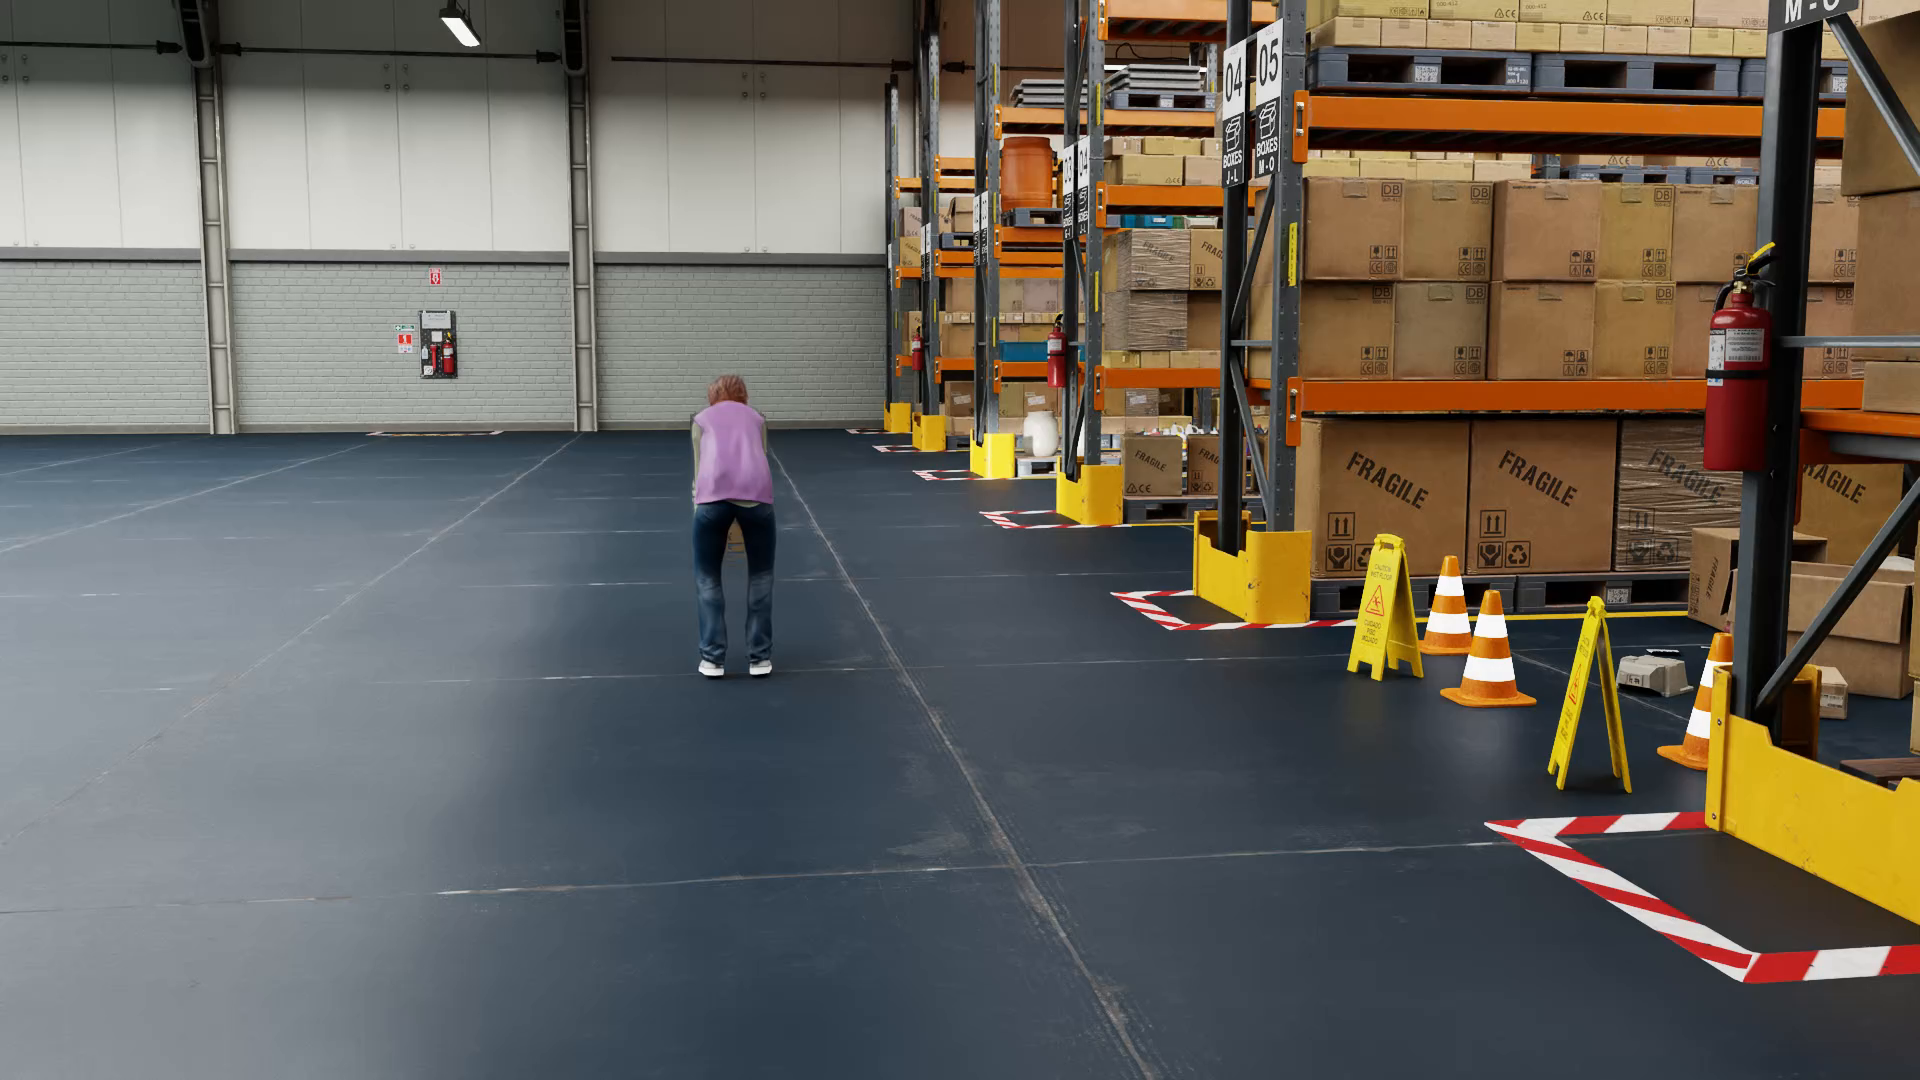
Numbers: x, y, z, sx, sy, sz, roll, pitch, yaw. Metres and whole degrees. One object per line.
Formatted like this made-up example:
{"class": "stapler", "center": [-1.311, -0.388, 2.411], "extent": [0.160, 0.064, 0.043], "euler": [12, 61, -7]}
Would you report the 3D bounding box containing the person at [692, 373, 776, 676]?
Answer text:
{"class": "person", "center": [-1.051, -0.080, 7.702], "extent": [0.377, 1.370, 0.737], "euler": [-1, 7, -10]}
